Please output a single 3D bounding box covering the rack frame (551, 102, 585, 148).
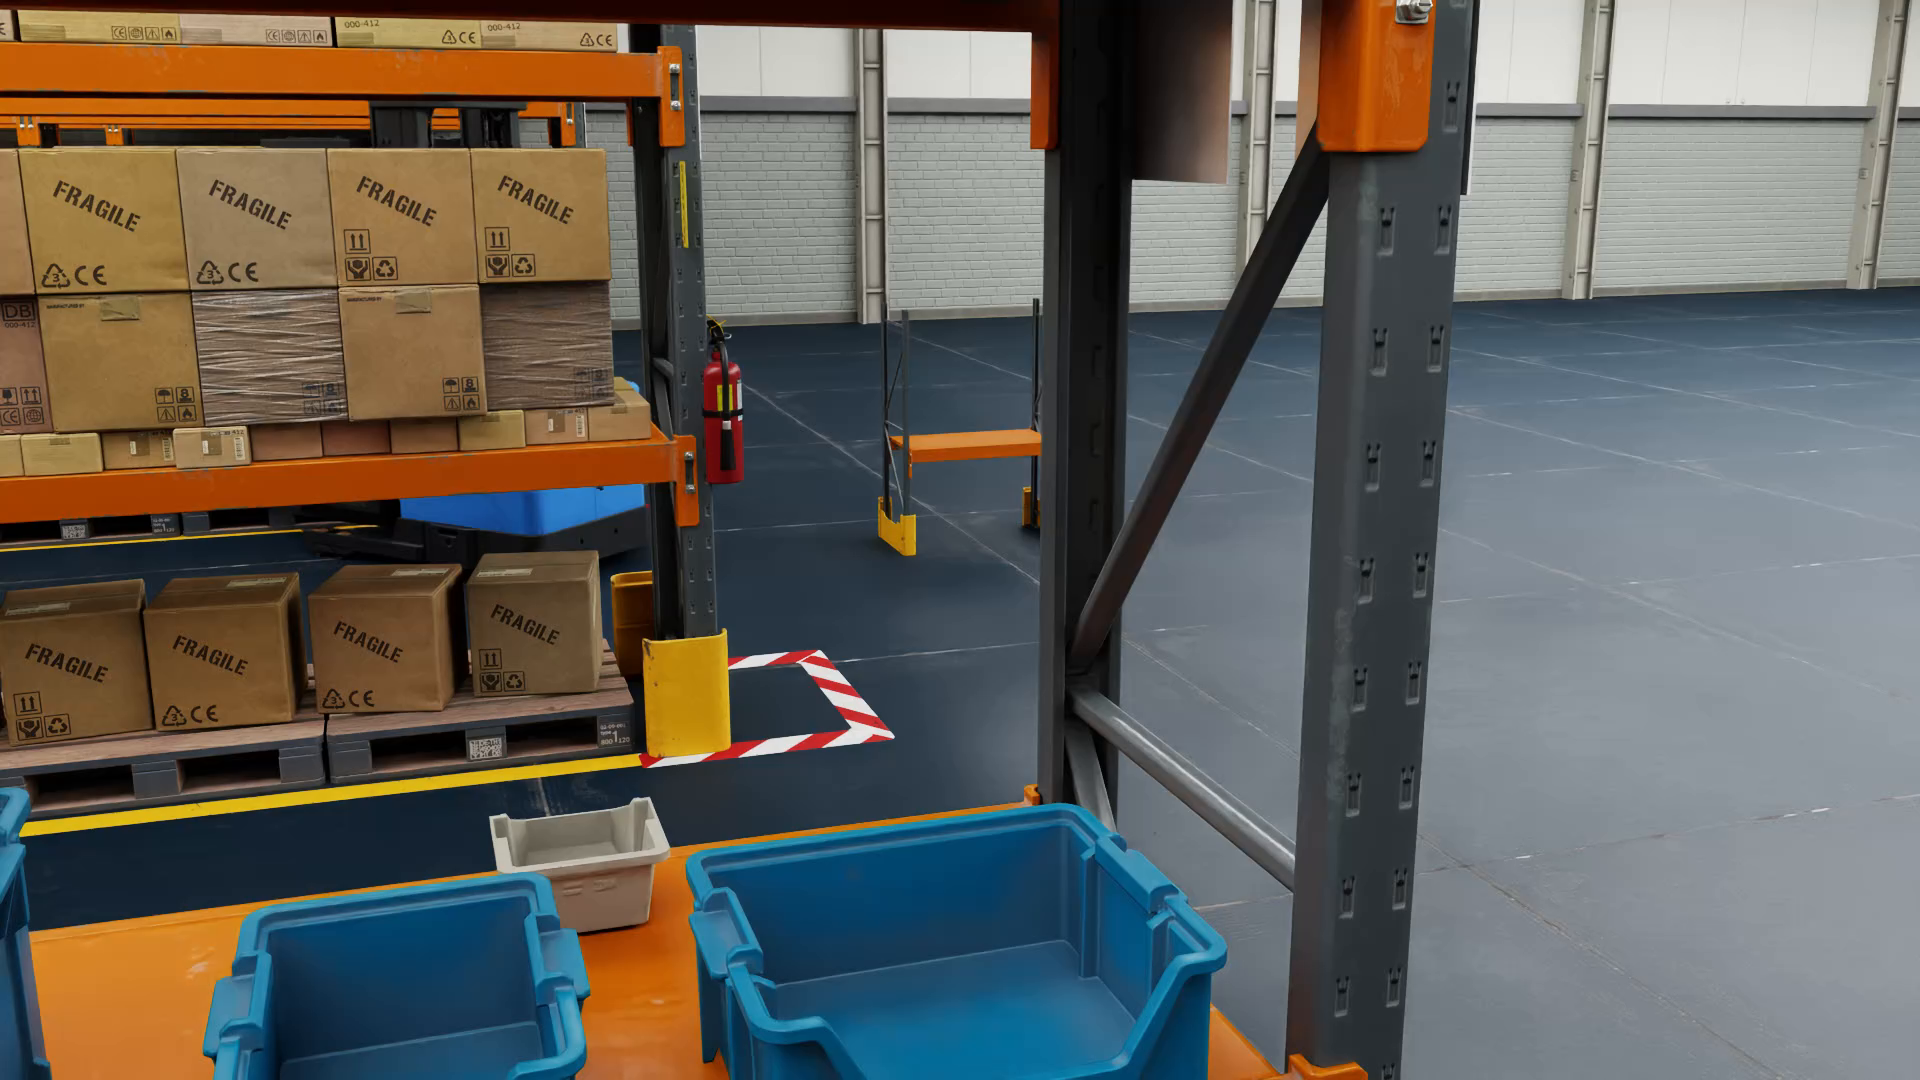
[{"bbox_3d":[-2.710,-1.797,11.715,0.127,3.000,1.000,-4,14,-18],"label":"rack frame"}]

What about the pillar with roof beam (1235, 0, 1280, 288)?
[{"bbox_3d":[5.827,-6.970,20.498,0.400,9.000,9.100,-4,14,-18],"label":"pillar with roof beam"}]

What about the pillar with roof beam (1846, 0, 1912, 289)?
[{"bbox_3d":[17.201,-7.855,24.221,0.400,9.000,9.100,-4,14,-18],"label":"pillar with roof beam"}]

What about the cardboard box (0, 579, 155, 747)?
[{"bbox_3d":[-3.520,0.478,6.647,0.500,0.500,0.500,-6,15,-23],"label":"cardboard box"}]

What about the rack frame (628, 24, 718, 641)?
[{"bbox_3d":[-1.224,-0.702,7.110,0.127,3.000,1.000,-4,14,-18],"label":"rack frame"}]

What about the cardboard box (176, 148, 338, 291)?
[{"bbox_3d":[-2.613,-1.212,6.237,0.500,0.500,0.500,-4,14,-18],"label":"cardboard box"}]

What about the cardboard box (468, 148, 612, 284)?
[{"bbox_3d":[-1.667,-1.287,6.550,0.500,0.500,0.500,-4,14,-18],"label":"cardboard box"}]

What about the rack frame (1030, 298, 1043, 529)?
[{"bbox_3d":[0.563,-0.773,10.653,0.032,1.500,0.500,-4,14,-18],"label":"rack frame"}]

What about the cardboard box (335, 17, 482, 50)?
[{"bbox_3d":[-2.072,-1.959,6.239,0.500,0.250,0.500,-4,14,-18],"label":"cardboard box"}]

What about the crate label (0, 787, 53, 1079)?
[{"bbox_3d":[-1.303,0.563,1.719,0.616,0.435,0.502,-4,14,-18],"label":"crate label"}]

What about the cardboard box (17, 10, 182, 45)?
[{"bbox_3d":[-3.036,-1.885,5.927,0.500,0.250,0.500,-5,14,-19],"label":"cardboard box"}]

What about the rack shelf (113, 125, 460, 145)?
[{"bbox_3d":[-7.867,-4.925,19.939,4.000,0.370,1.077,-4,14,-18],"label":"rack shelf"}]

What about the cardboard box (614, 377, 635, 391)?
[{"bbox_3d":[-1.570,-0.611,7.271,0.250,0.149,0.380,-4,14,-18],"label":"cardboard box"}]

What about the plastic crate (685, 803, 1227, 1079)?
[{"bbox_3d":[-0.023,0.560,2.129,0.616,0.251,0.499,-4,14,-18],"label":"plastic crate"}]

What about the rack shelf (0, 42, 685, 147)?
[{"bbox_3d":[-3.120,-1.663,6.226,4.000,0.370,1.077,-4,14,-18],"label":"rack shelf"}]

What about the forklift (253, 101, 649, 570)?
[{"bbox_3d":[-3.466,-1.410,10.237,3.031,2.935,1.130,7,15,28],"label":"forklift"}]

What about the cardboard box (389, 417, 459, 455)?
[{"bbox_3d":[-2.128,-0.450,6.595,0.250,0.149,0.380,-4,14,-18],"label":"cardboard box"}]

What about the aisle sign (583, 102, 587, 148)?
[{"bbox_3d":[-2.547,-3.001,11.160,0.004,0.787,0.394,-4,14,-18],"label":"aisle sign"}]

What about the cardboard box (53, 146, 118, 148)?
[{"bbox_3d":[-7.690,-3.245,14.782,0.500,0.500,0.700,-5,14,-19],"label":"cardboard box"}]

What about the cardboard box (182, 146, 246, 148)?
[{"bbox_3d":[-6.714,-3.309,15.051,0.500,0.500,0.700,-5,14,-19],"label":"cardboard box"}]

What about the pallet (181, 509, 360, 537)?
[{"bbox_3d":[-4.597,-0.275,11.343,1.213,0.211,1.003,-4,14,-18],"label":"pallet"}]

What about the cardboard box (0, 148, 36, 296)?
[{"bbox_3d":[-3.560,-1.138,5.924,0.500,0.500,0.500,-4,14,-18],"label":"cardboard box"}]

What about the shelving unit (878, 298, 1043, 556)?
[{"bbox_3d":[0.072,-0.735,10.493,1.083,1.500,0.587,-4,14,-18],"label":"shelving unit"}]

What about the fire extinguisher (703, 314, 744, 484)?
[{"bbox_3d":[-0.969,-0.571,6.730,0.183,0.674,0.296,-4,14,-18],"label":"fire extinguisher"}]

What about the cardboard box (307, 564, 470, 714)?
[{"bbox_3d":[-2.377,0.404,6.956,0.500,0.500,0.500,-1,13,-3],"label":"cardboard box"}]

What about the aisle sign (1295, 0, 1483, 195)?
[{"bbox_3d":[0.518,-0.820,1.991,0.004,0.787,0.394,-4,14,-18],"label":"aisle sign"}]

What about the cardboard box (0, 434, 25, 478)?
[{"bbox_3d":[-3.539,-0.332,6.098,0.250,0.149,0.380,-4,14,-18],"label":"cardboard box"}]

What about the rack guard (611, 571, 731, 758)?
[{"bbox_3d":[-1.296,0.520,7.376,0.348,0.500,1.175,-4,14,-18],"label":"rack guard"}]

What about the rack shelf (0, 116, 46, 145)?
[{"bbox_3d":[-10.071,-3.542,14.122,4.000,0.370,1.077,-4,14,-18],"label":"rack shelf"}]

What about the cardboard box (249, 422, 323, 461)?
[{"bbox_3d":[-2.608,-0.417,6.458,0.250,0.149,0.380,-4,14,-18],"label":"cardboard box"}]

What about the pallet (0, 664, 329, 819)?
[{"bbox_3d":[-3.232,0.802,6.815,1.213,0.211,1.003,-4,14,-18],"label":"pallet"}]

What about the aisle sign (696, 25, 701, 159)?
[{"bbox_3d":[-1.070,-1.905,6.552,0.004,0.787,0.394,-4,14,-18],"label":"aisle sign"}]

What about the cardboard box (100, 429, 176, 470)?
[{"bbox_3d":[-3.076,-0.376,6.285,0.250,0.149,0.380,-4,14,-18],"label":"cardboard box"}]

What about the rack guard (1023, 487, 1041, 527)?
[{"bbox_3d":[0.544,-0.164,10.792,0.087,0.250,0.587,-4,14,-18],"label":"rack guard"}]

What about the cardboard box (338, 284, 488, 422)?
[{"bbox_3d":[-2.190,-0.797,6.653,0.500,0.500,0.875,-4,14,-18],"label":"cardboard box"}]

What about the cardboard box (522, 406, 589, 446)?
[{"bbox_3d":[-1.666,-0.495,6.784,0.250,0.149,0.380,-4,14,-18],"label":"cardboard box"}]

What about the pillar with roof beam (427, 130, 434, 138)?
[{"bbox_3d":[-5.546,-6.084,16.775,0.400,9.000,9.100,-4,14,-18],"label":"pillar with roof beam"}]

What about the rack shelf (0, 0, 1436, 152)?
[{"bbox_3d":[-1.540,-0.577,1.659,4.000,0.370,1.077,-4,14,-18],"label":"rack shelf"}]

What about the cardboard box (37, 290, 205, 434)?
[{"bbox_3d":[-3.155,-0.735,6.394,0.500,0.500,0.875,-4,14,-18],"label":"cardboard box"}]
